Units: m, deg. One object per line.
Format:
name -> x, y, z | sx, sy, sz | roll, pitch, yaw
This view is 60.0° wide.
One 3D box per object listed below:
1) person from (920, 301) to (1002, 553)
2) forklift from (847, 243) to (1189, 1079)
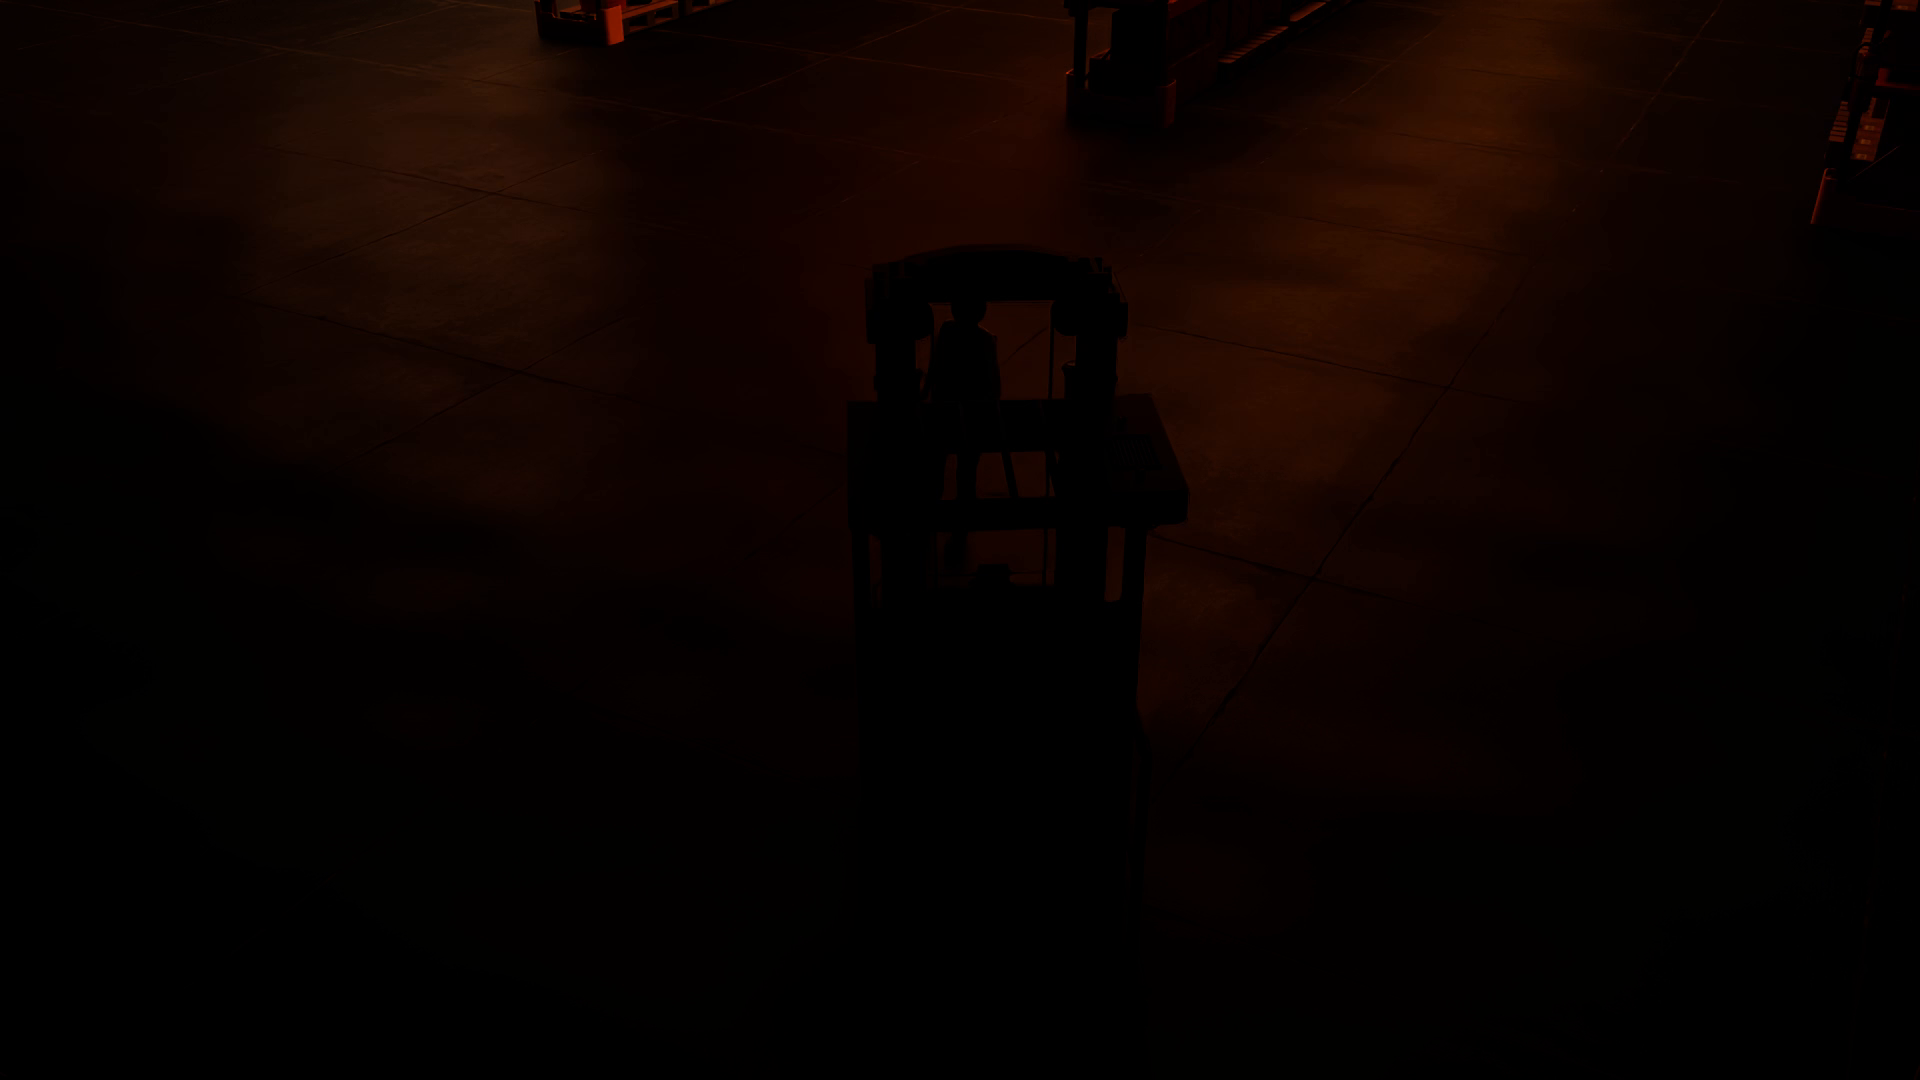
person -> -0.048, -0.669, 9.550 | 0.521, 1.596, 0.475 | 15, 33, 25
forklift -> 0.160, 0.532, 6.148 | 1.130, 2.935, 3.031 | -2, 30, -3
